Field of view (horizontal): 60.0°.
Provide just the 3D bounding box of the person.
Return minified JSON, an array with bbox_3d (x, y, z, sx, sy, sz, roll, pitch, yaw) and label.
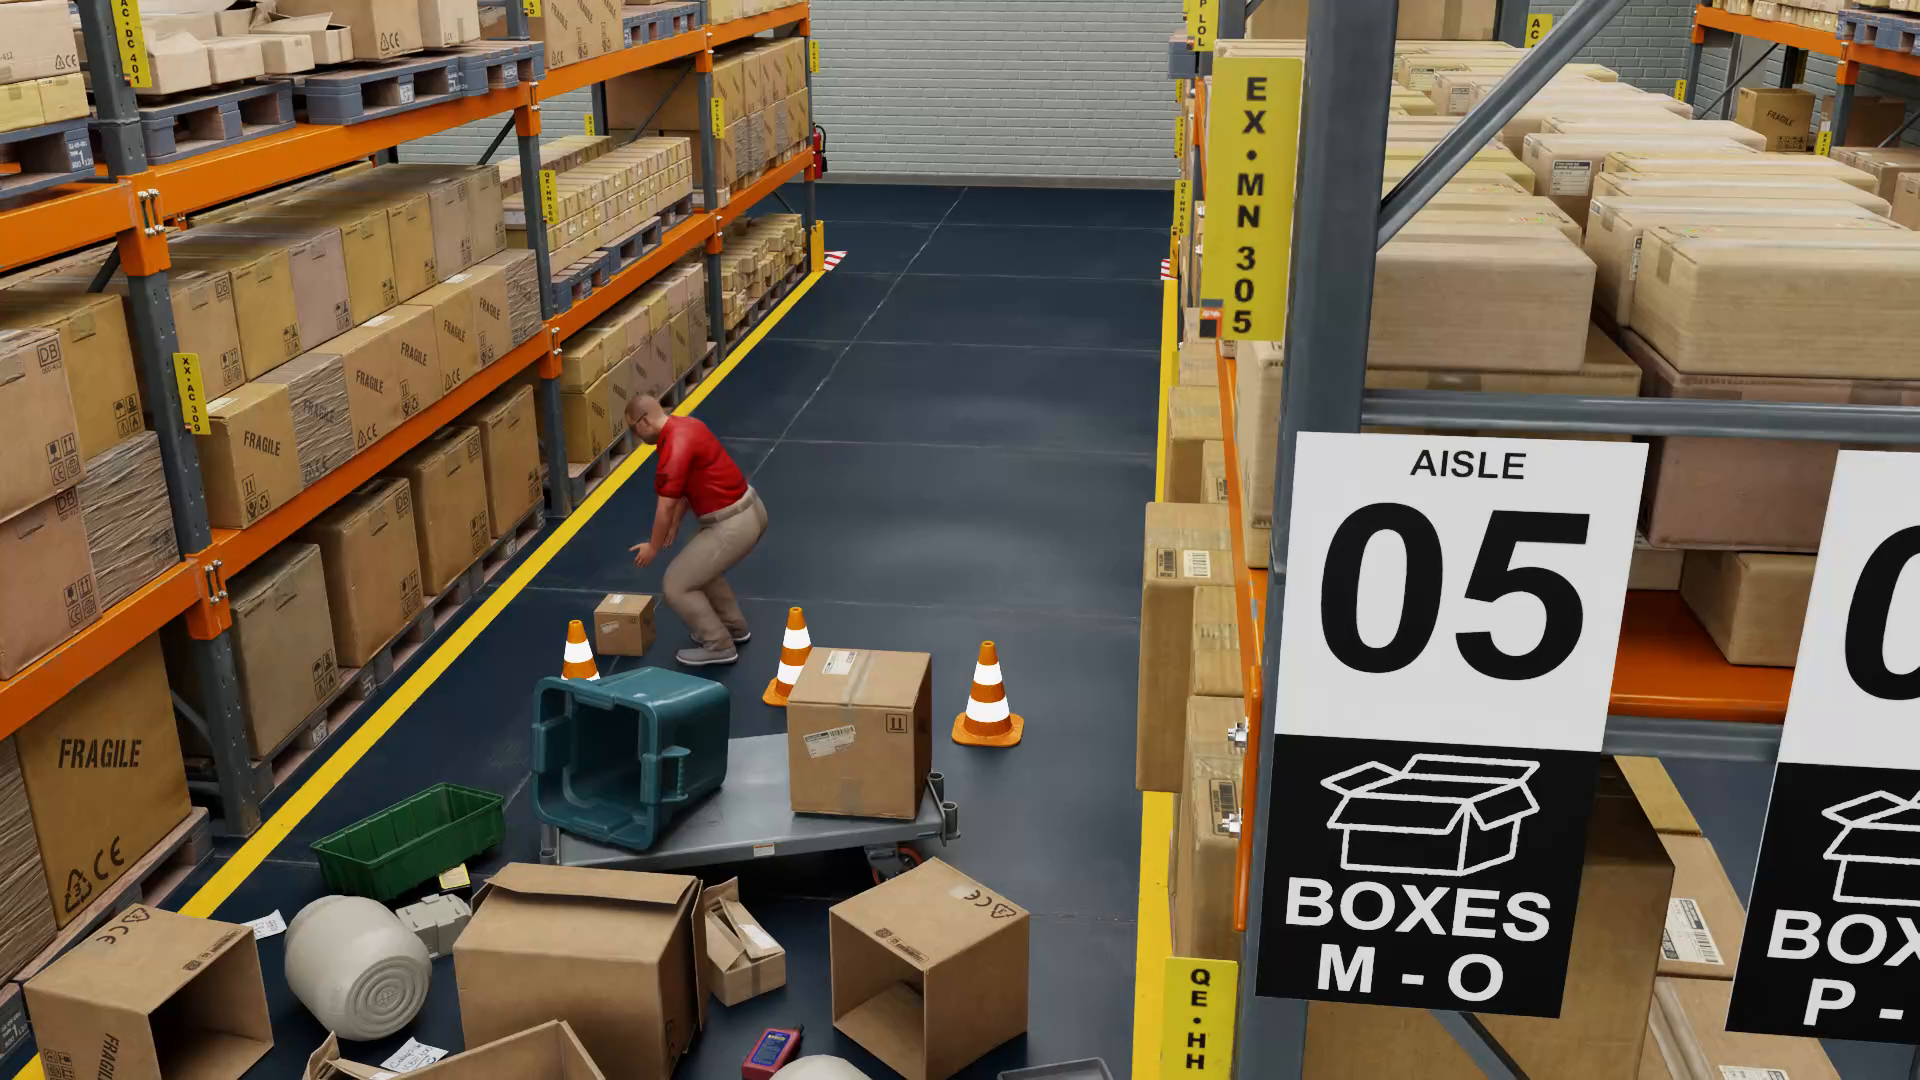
[{"bbox_3d":[-1.368,-0.059,8.678,0.687,1.438,0.589,3,21,7],"label":"person"}]
